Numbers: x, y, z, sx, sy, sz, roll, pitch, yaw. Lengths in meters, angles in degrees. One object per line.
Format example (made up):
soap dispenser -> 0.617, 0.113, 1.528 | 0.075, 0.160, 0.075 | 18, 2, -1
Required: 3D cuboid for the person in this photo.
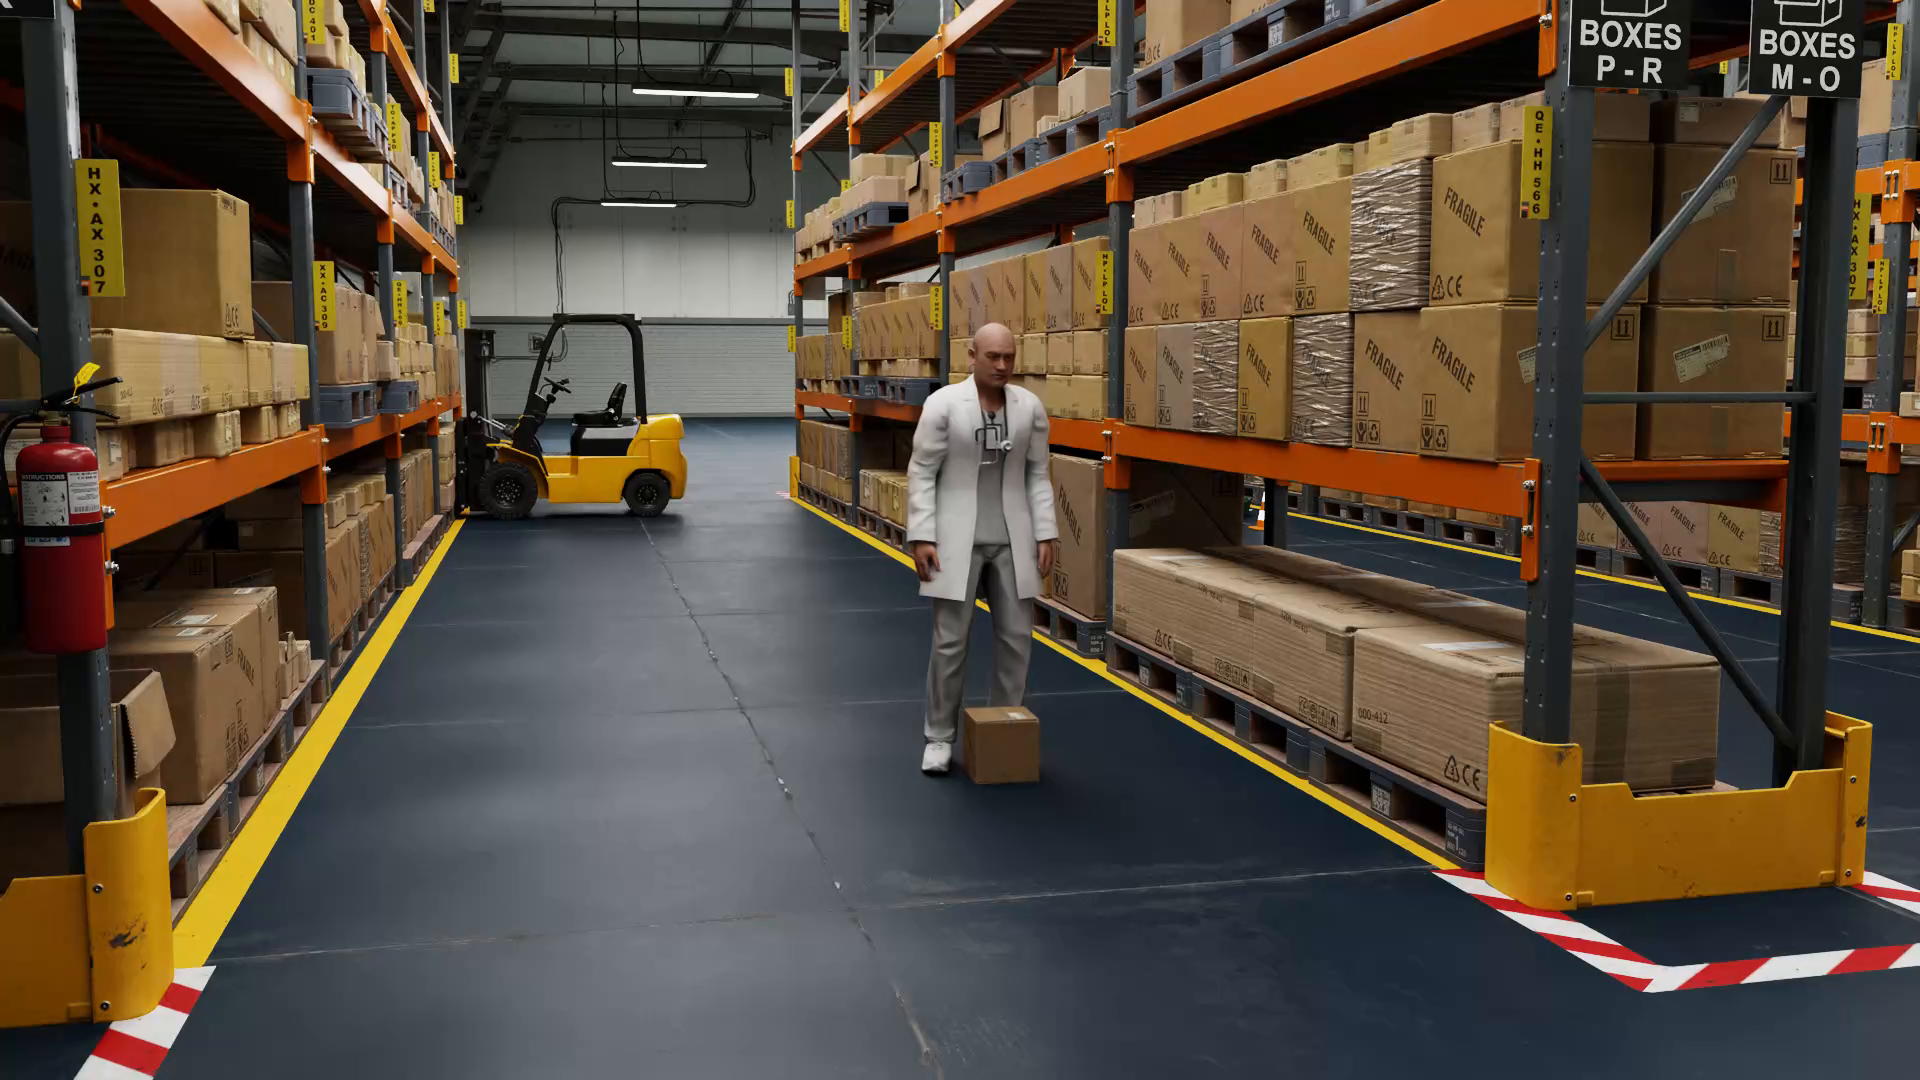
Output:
person -> 0.093, 0.106, 6.690 | 0.644, 1.581, 0.421 | -1, 6, -13
